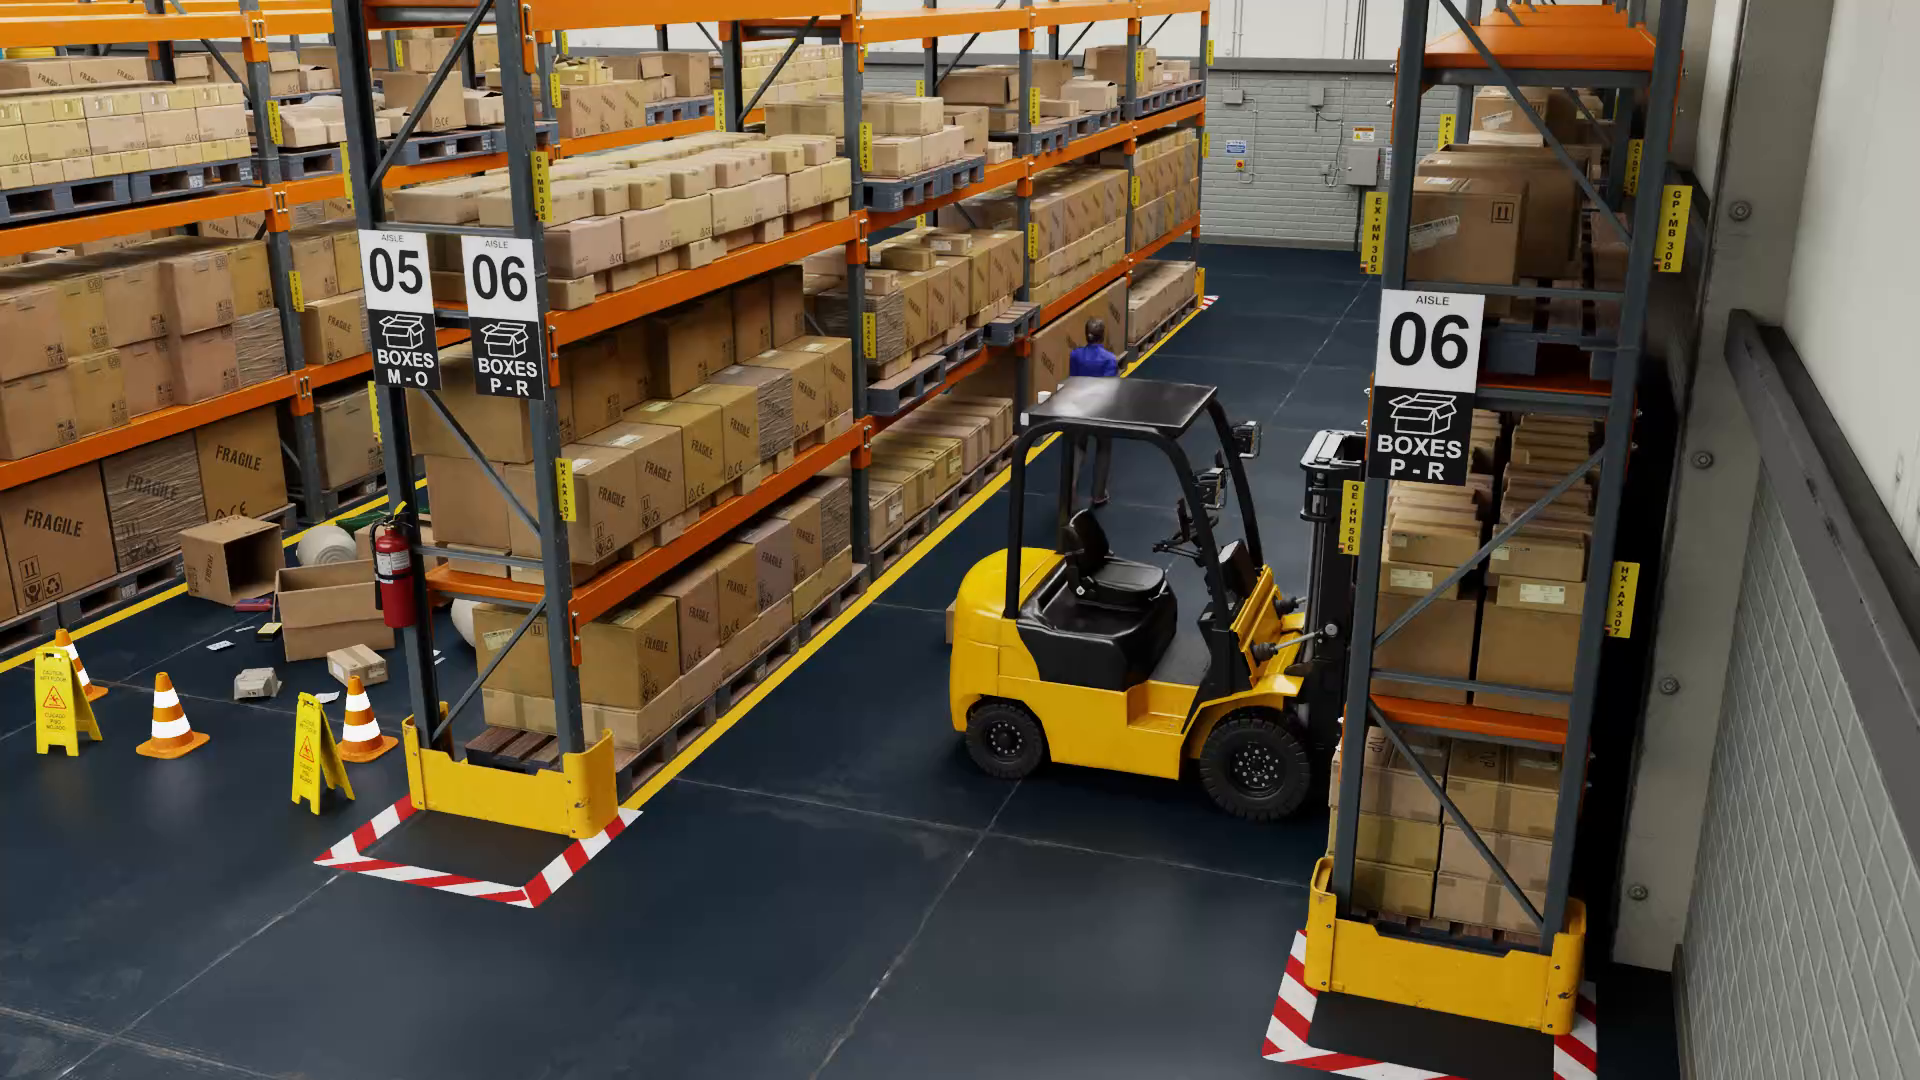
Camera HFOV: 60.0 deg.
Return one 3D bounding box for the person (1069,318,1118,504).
[{"bbox_3d":[1.116,-1.081,14.180,0.453,1.640,0.628,6,20,18],"label":"person"}]
